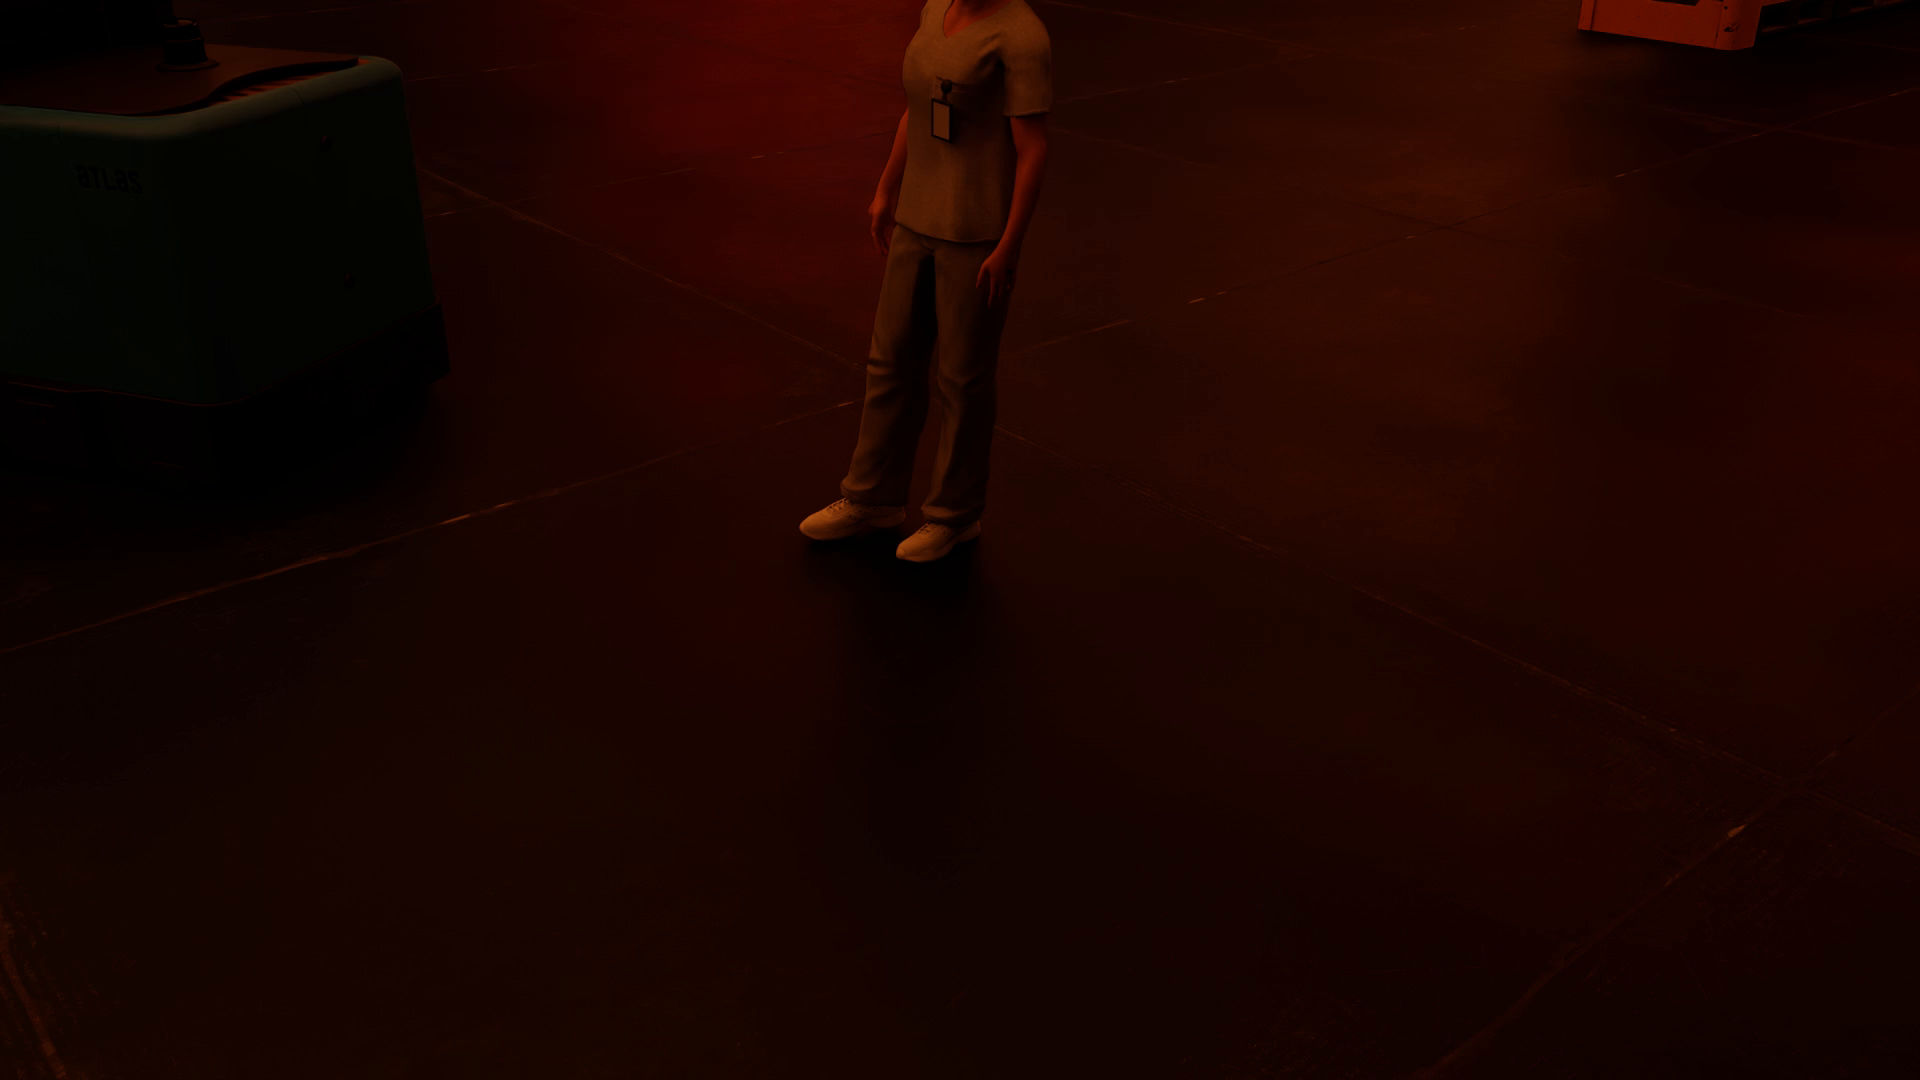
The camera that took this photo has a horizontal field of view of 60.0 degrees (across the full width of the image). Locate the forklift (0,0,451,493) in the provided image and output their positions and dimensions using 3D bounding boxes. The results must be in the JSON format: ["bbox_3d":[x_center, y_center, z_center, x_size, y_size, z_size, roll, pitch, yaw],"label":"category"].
[{"bbox_3d":[-3.244,-1.836,4.905,3.031,2.935,1.130,9,28,18],"label":"forklift"}]

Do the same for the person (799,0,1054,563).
[{"bbox_3d":[-0.065,-0.740,4.093,0.549,1.675,0.550,-20,33,-35],"label":"person"}]
